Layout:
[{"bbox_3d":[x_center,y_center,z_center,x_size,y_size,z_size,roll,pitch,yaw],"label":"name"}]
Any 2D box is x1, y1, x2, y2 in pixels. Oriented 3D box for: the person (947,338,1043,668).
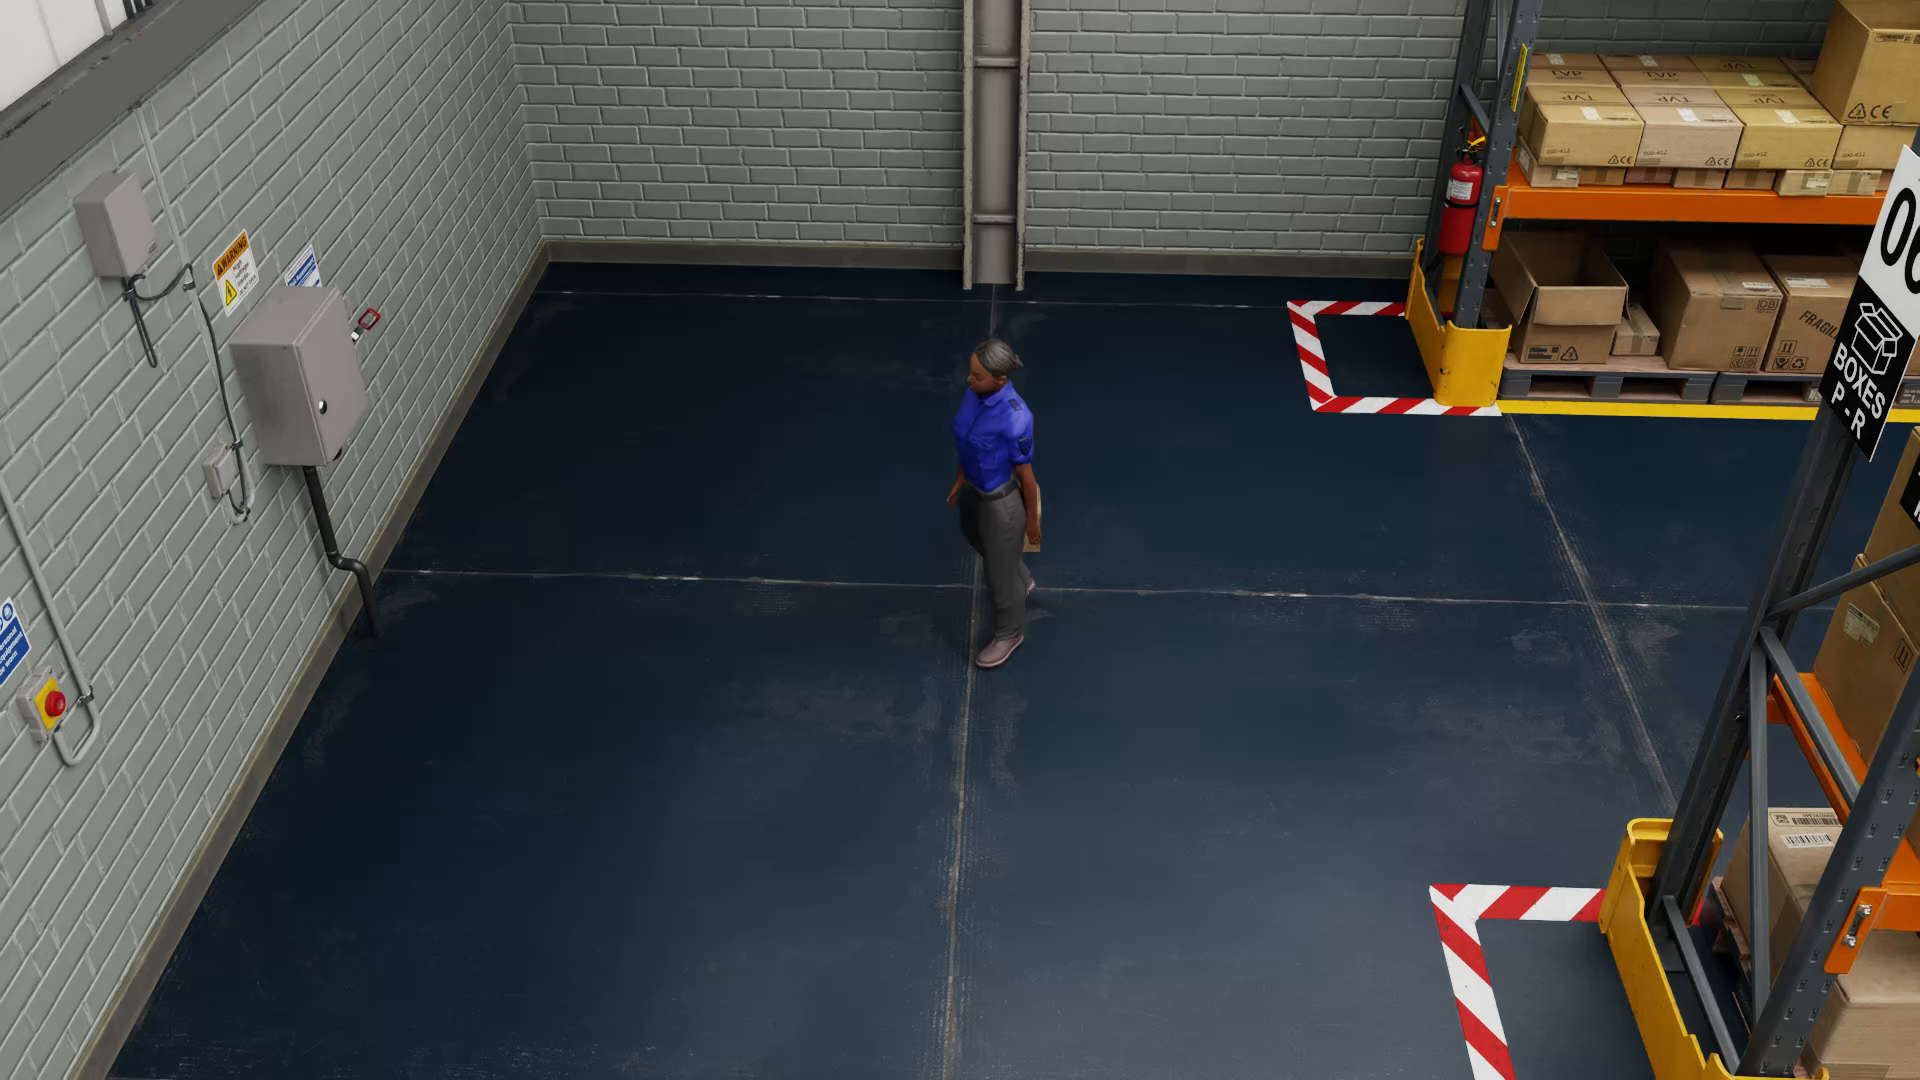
[{"bbox_3d":[0.173,-0.253,7.464,0.496,1.649,0.655,-15,38,-19],"label":"person"}]
